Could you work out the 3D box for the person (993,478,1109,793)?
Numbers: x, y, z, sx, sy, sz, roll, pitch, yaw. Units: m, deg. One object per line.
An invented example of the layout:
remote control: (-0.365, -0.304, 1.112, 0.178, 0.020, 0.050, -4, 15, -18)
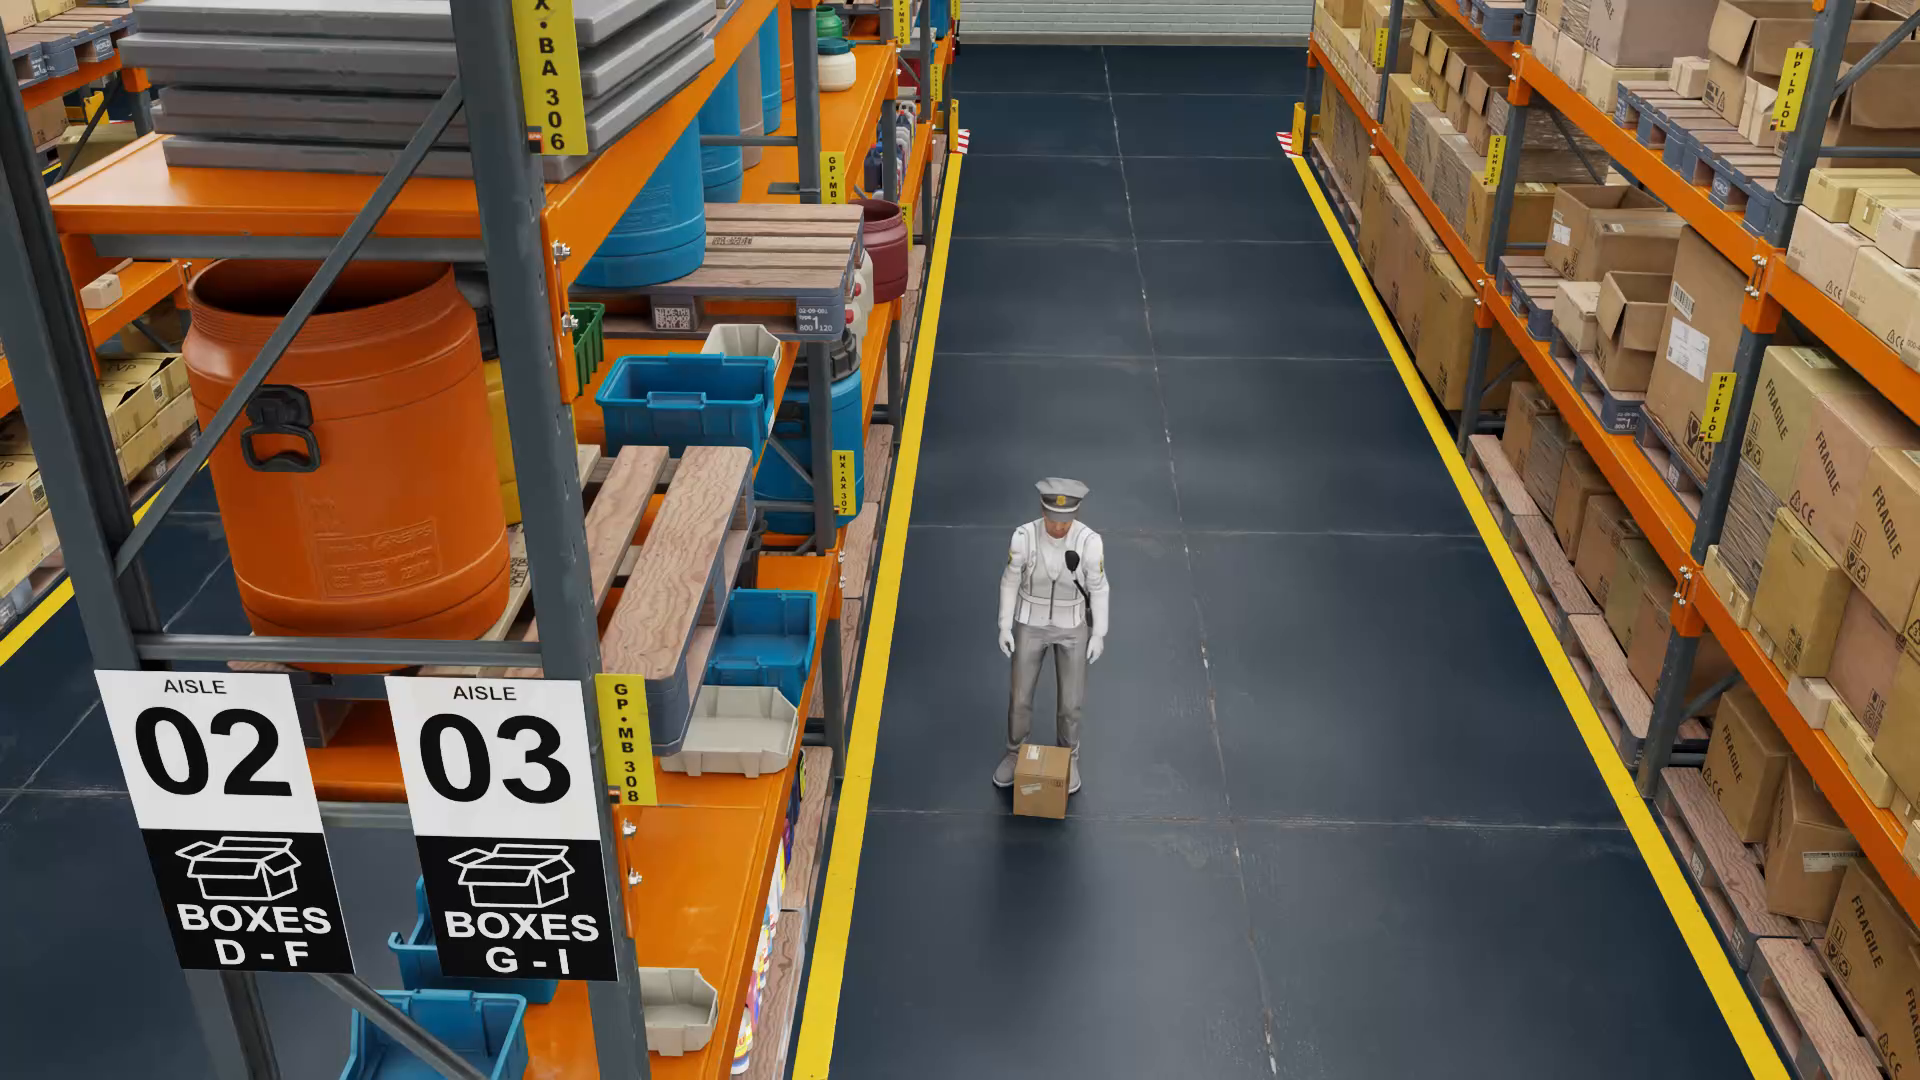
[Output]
person: (0.443, 0.444, 8.011, 0.535, 1.662, 0.374, 4, 28, 7)
